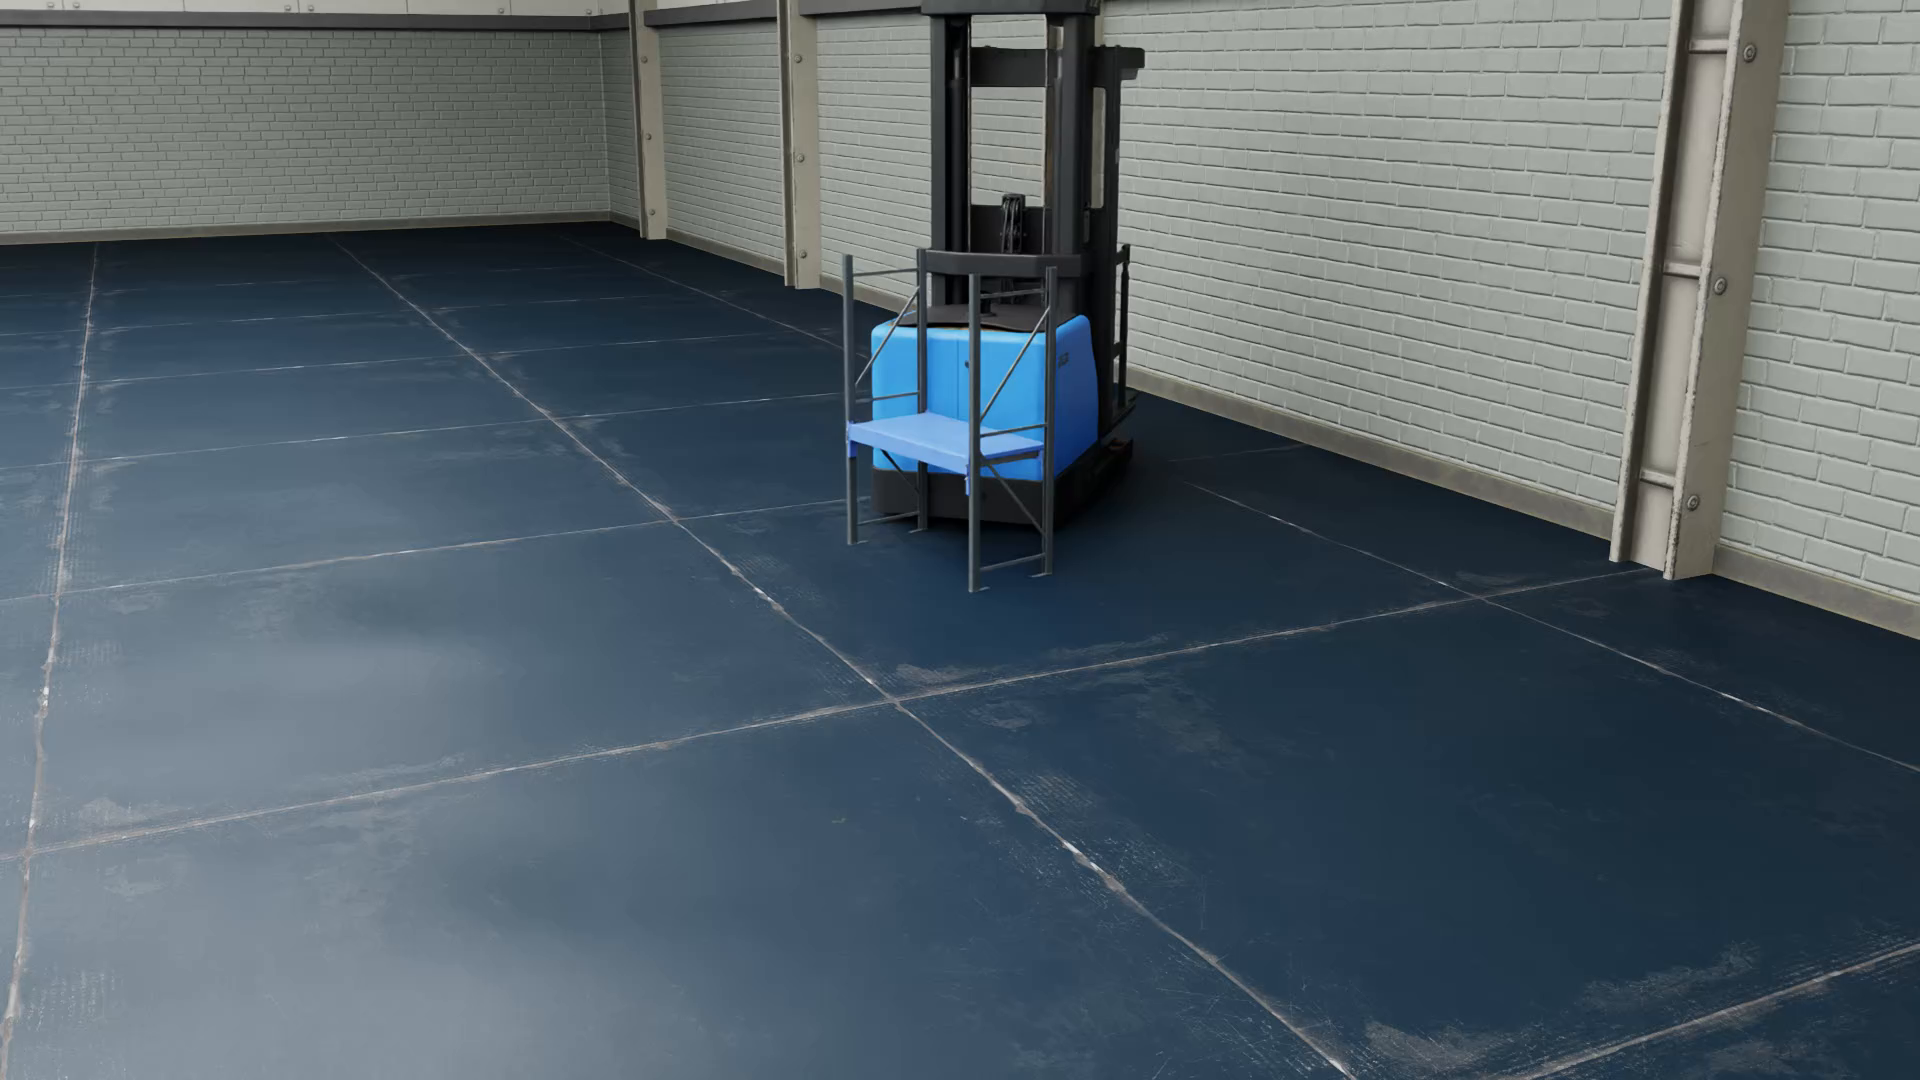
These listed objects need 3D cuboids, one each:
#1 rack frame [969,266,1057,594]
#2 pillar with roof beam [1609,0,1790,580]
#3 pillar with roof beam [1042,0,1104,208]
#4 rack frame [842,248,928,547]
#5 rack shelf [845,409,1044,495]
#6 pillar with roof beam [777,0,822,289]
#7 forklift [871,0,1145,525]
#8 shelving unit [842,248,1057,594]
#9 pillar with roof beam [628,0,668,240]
[{"bbox_3d":[0.247,-0.510,7.811,0.500,1.500,0.032,-12,20,-36],"label":"rack frame"},{"bbox_3d":[-0.367,-3.676,5.247,9.100,9.000,0.400,-8,18,-25],"label":"pillar with roof beam"},{"bbox_3d":[-2.996,-5.164,10.432,9.100,9.000,0.400,-8,18,-25],"label":"pillar with roof beam"},{"bbox_3d":[-0.378,-0.732,8.581,0.500,1.500,0.032,-12,20,-36],"label":"rack frame"},{"bbox_3d":[-0.066,-0.448,8.245,0.538,0.185,1.000,-12,20,-36],"label":"rack shelf"},{"bbox_3d":[-5.624,-6.652,15.616,9.100,9.000,0.400,-8,18,-25],"label":"pillar with roof beam"},{"bbox_3d":[0.449,-1.851,9.887,1.130,2.935,3.031,5,17,17],"label":"forklift"},{"bbox_3d":[-0.066,-0.621,8.196,0.538,1.500,1.048,-12,20,-36],"label":"shelving unit"},{"bbox_3d":[-8.253,-8.140,20.800,9.100,9.000,0.400,-8,18,-25],"label":"pillar with roof beam"}]
